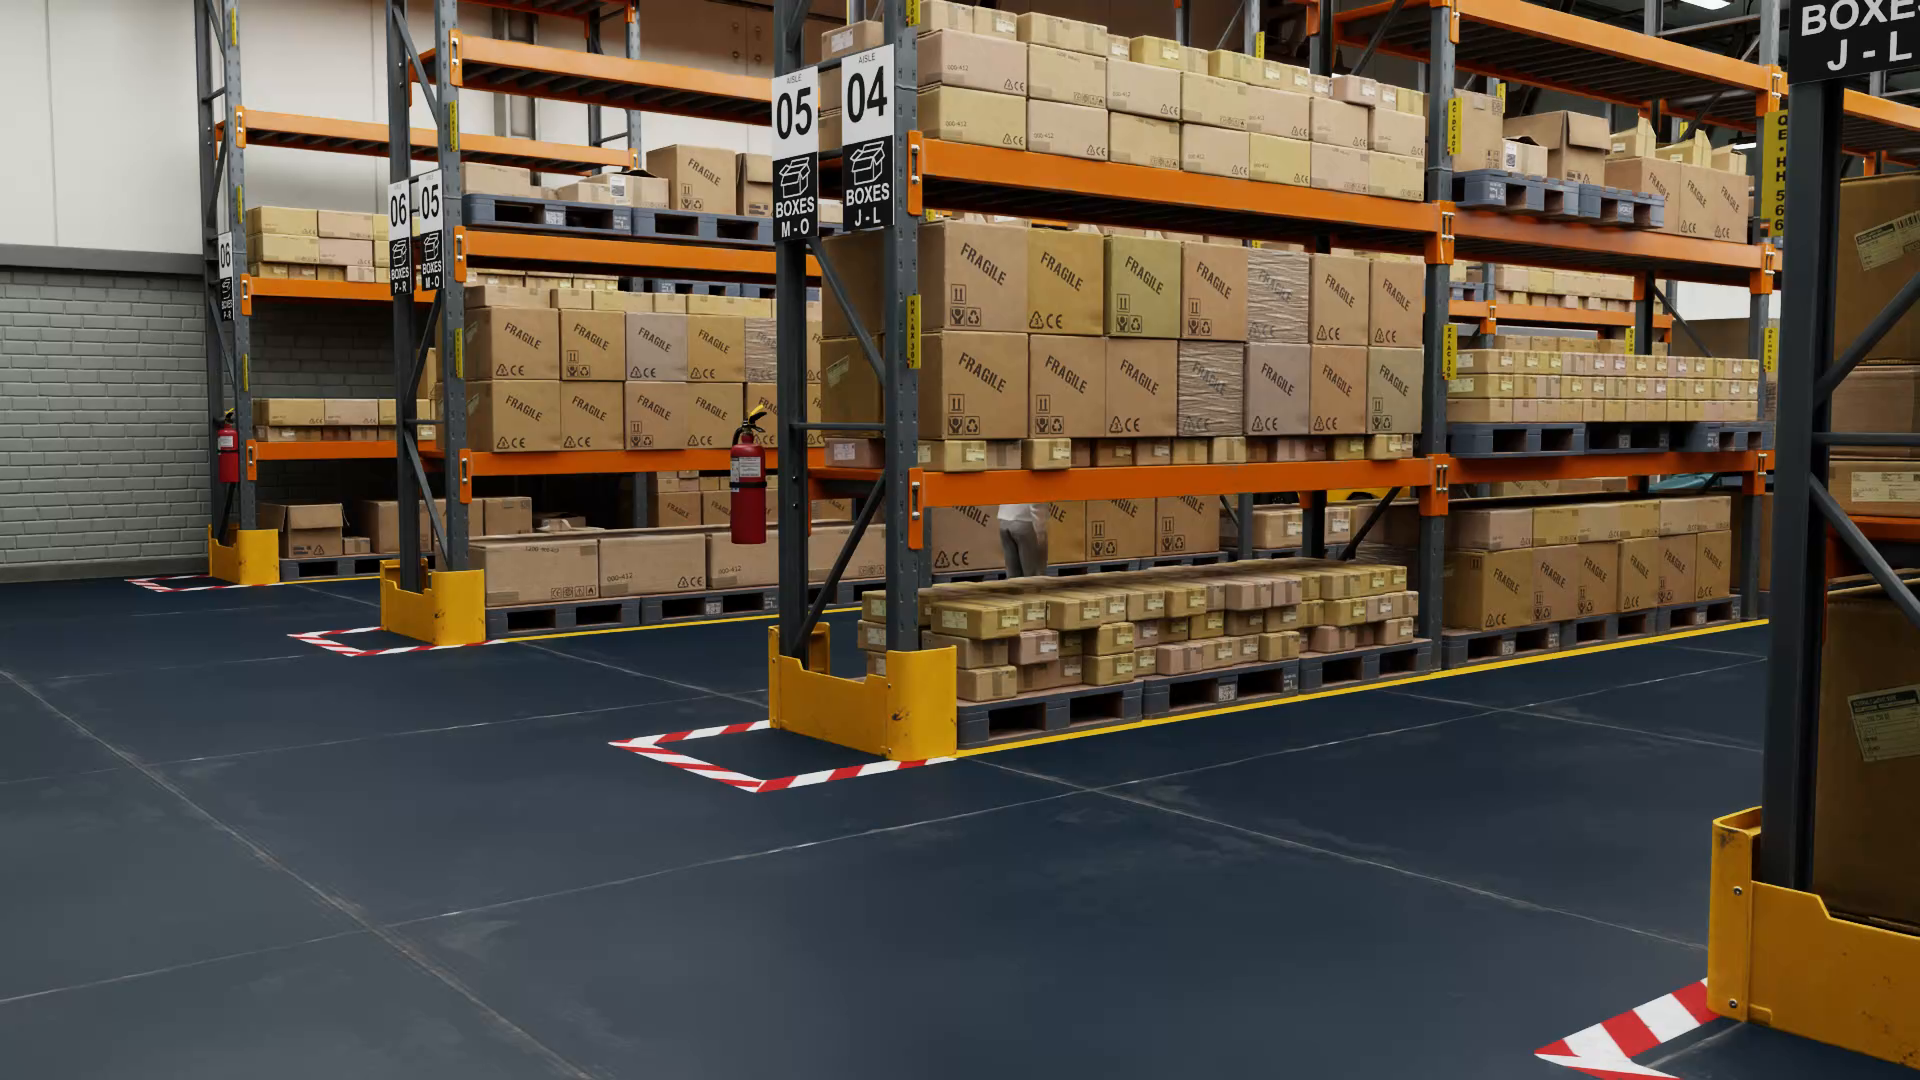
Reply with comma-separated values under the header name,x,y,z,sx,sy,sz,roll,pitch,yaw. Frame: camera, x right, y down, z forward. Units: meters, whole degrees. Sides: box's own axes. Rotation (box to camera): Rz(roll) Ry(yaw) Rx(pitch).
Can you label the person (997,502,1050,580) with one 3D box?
name,x,y,z,sx,sy,sz,roll,pitch,yaw
person,0.410,-0.061,10.605,0.333,1.688,0.467,-2,5,-28
